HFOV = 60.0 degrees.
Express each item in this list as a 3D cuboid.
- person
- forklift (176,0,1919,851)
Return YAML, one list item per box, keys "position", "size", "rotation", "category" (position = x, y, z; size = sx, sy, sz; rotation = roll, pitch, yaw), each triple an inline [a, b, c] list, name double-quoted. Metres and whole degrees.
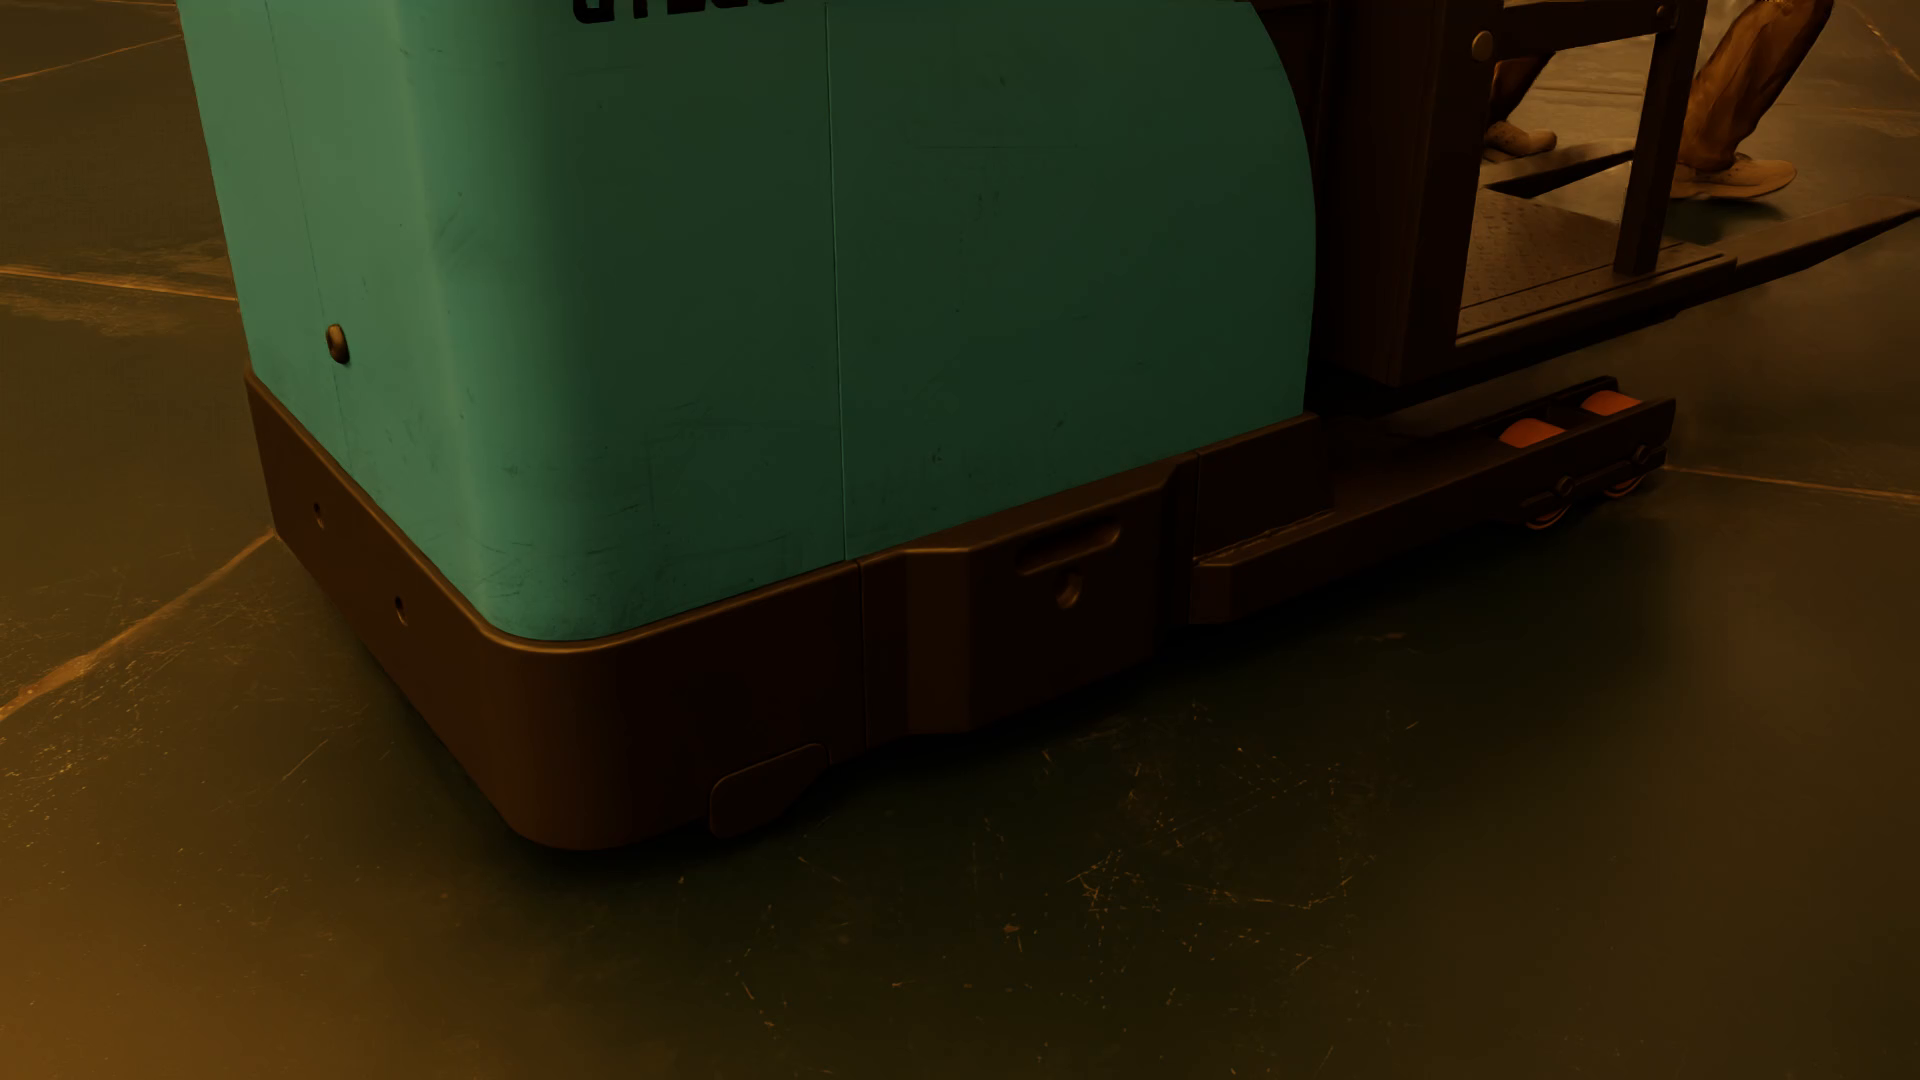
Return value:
- position: [1.789, -1.638, 3.903]
  size: [0.936, 1.621, 0.863]
  rotation: [-13, 30, -24]
  category: "person"
- position: [0.507, -1.497, 2.210]
  size: [3.031, 2.935, 1.130]
  rotation: [-18, 32, -31]
  category: "forklift"
